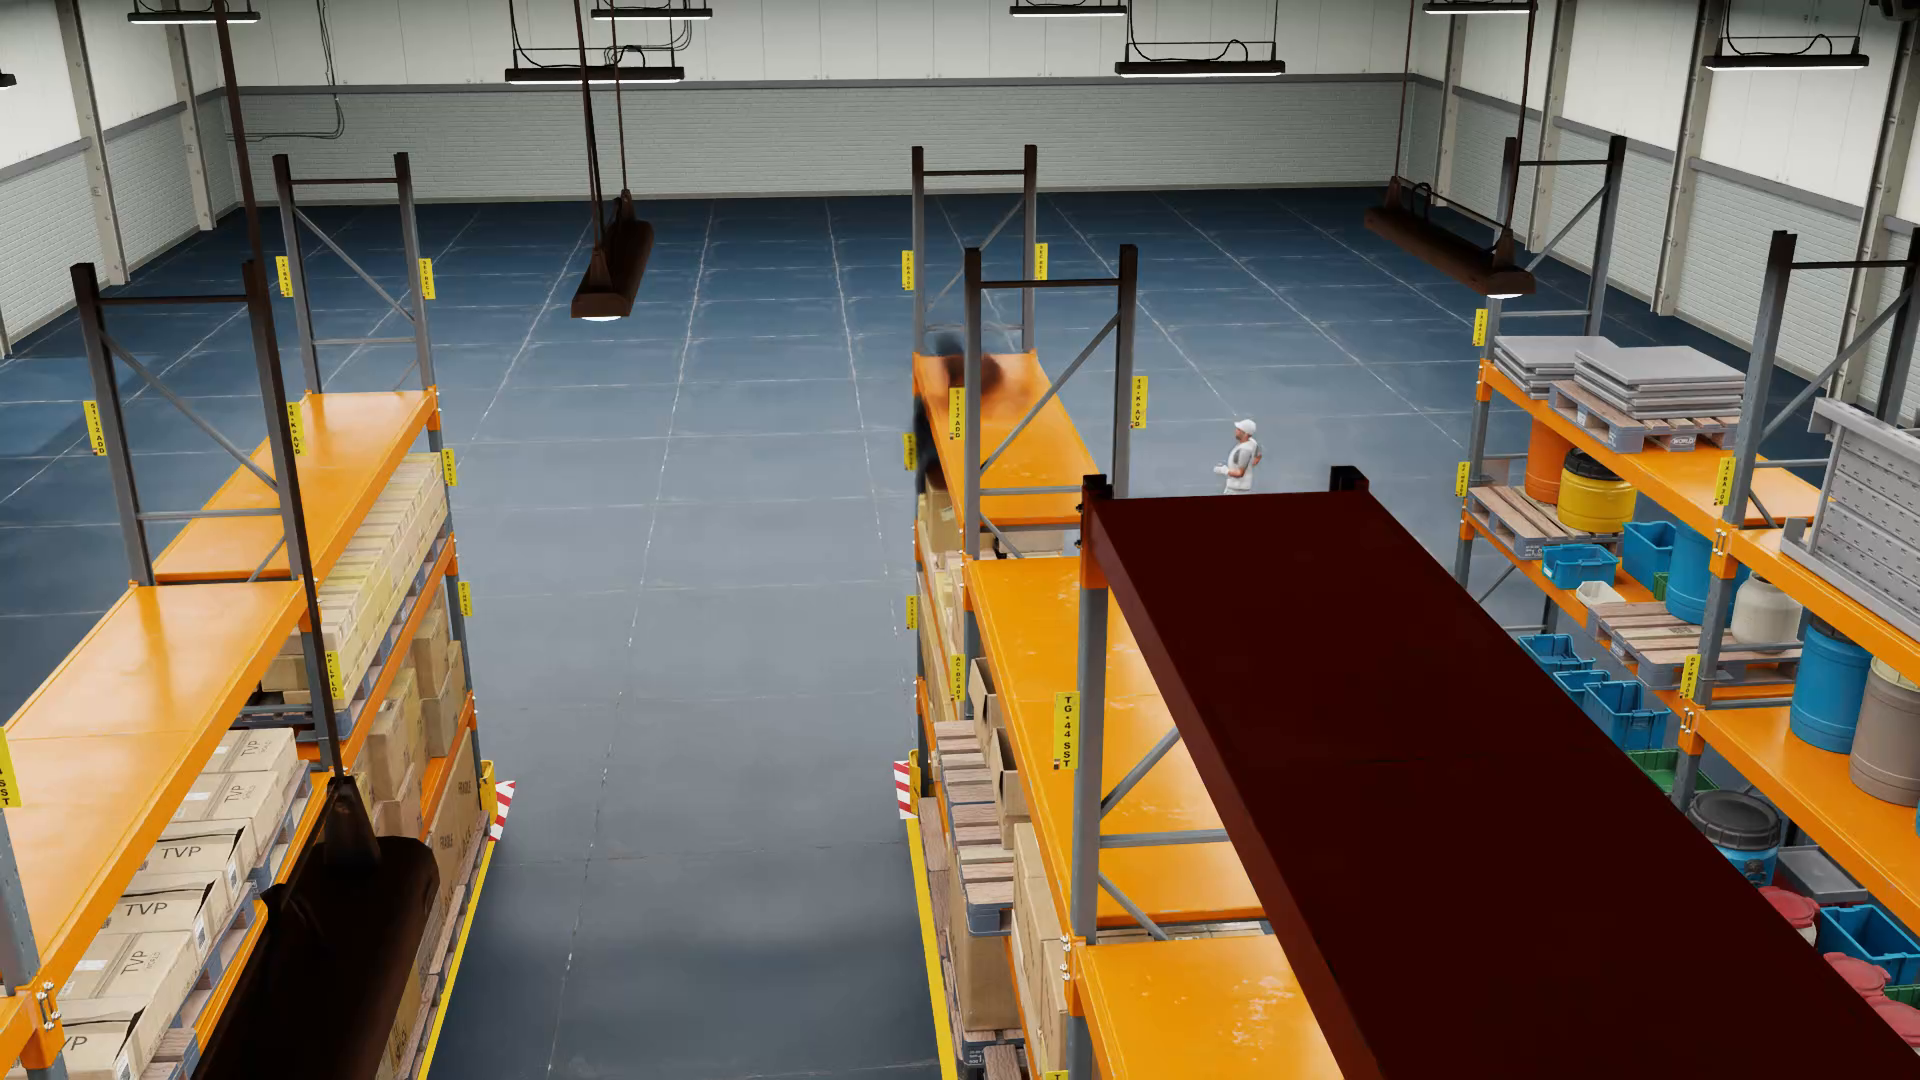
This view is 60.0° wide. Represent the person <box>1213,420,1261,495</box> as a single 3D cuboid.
[{"bbox_3d":[3.552,-0.679,20.974,0.868,1.760,0.657,6,22,15],"label":"person"}]
